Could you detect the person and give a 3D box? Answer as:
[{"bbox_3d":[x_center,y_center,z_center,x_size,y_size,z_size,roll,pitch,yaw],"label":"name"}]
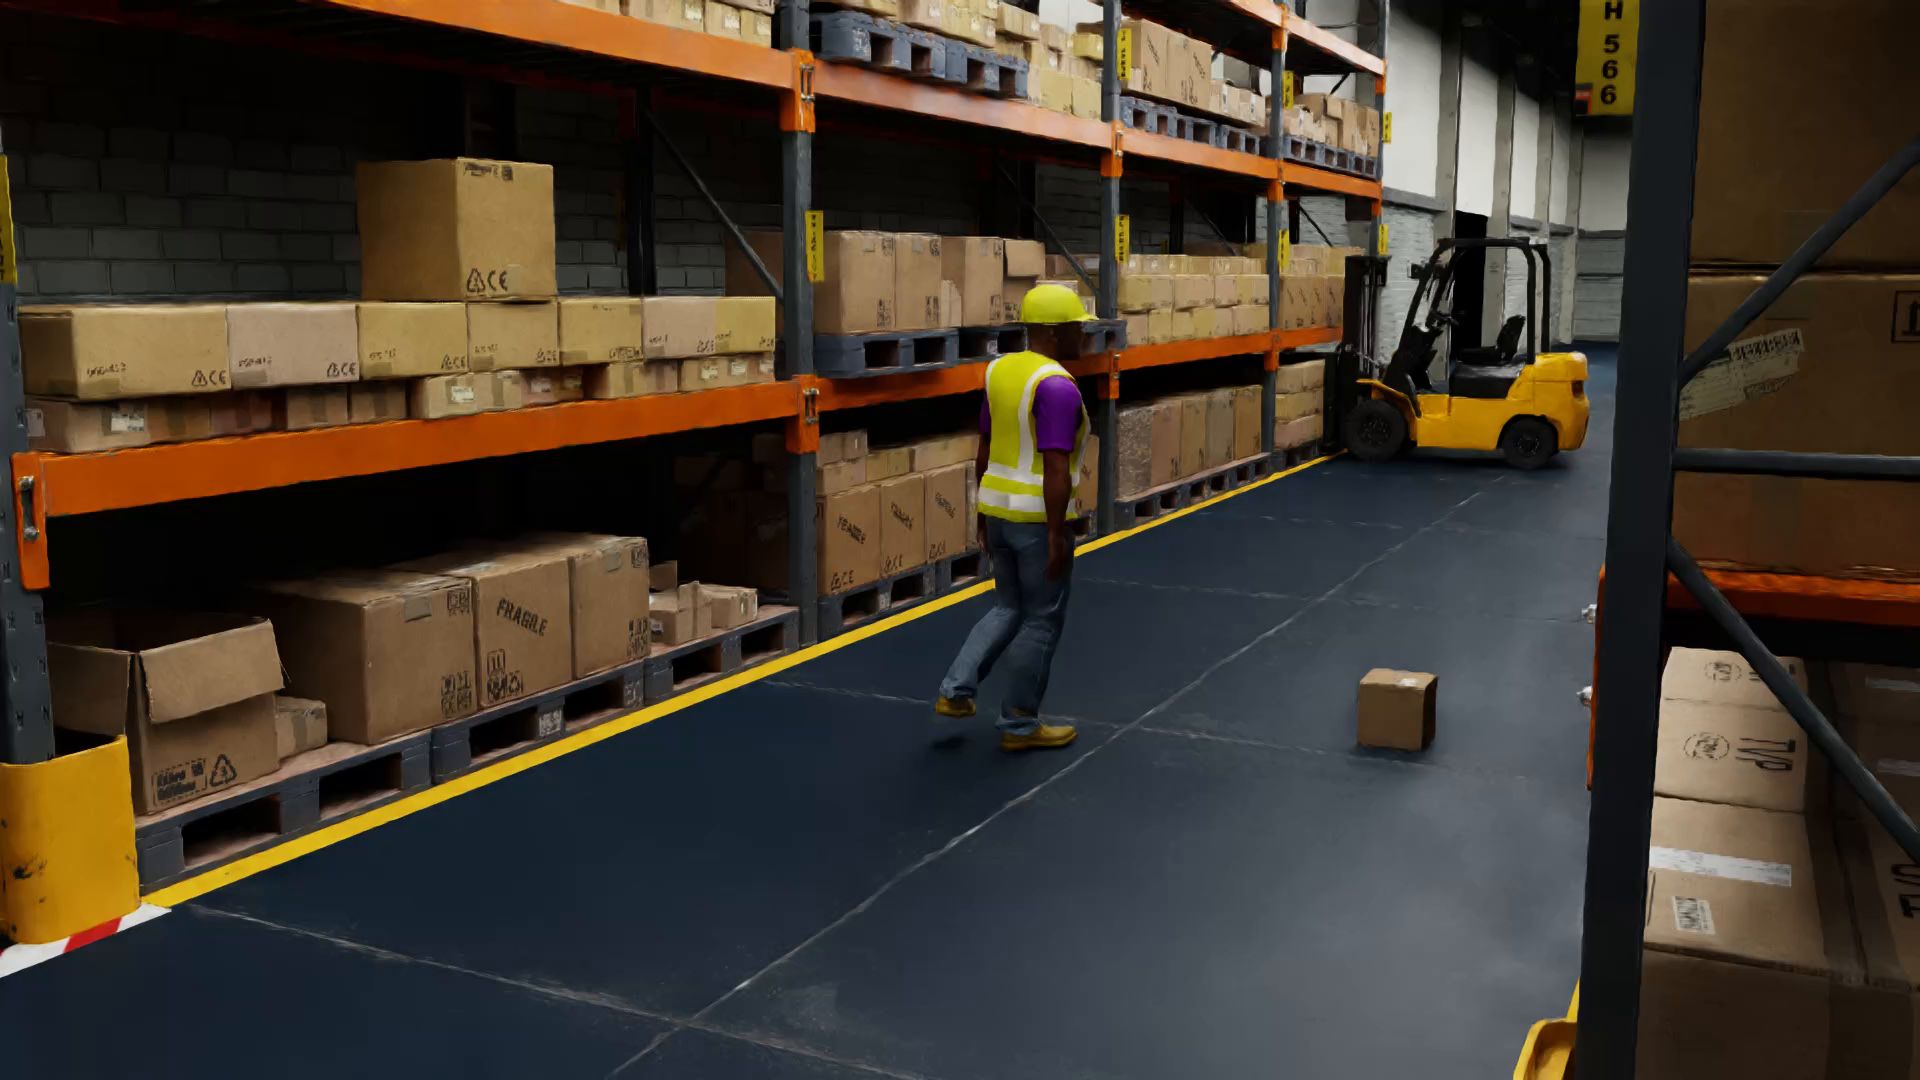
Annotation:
[{"bbox_3d":[0.209,-0.074,6.258,0.575,1.758,0.613,-5,10,-29],"label":"person"}]
